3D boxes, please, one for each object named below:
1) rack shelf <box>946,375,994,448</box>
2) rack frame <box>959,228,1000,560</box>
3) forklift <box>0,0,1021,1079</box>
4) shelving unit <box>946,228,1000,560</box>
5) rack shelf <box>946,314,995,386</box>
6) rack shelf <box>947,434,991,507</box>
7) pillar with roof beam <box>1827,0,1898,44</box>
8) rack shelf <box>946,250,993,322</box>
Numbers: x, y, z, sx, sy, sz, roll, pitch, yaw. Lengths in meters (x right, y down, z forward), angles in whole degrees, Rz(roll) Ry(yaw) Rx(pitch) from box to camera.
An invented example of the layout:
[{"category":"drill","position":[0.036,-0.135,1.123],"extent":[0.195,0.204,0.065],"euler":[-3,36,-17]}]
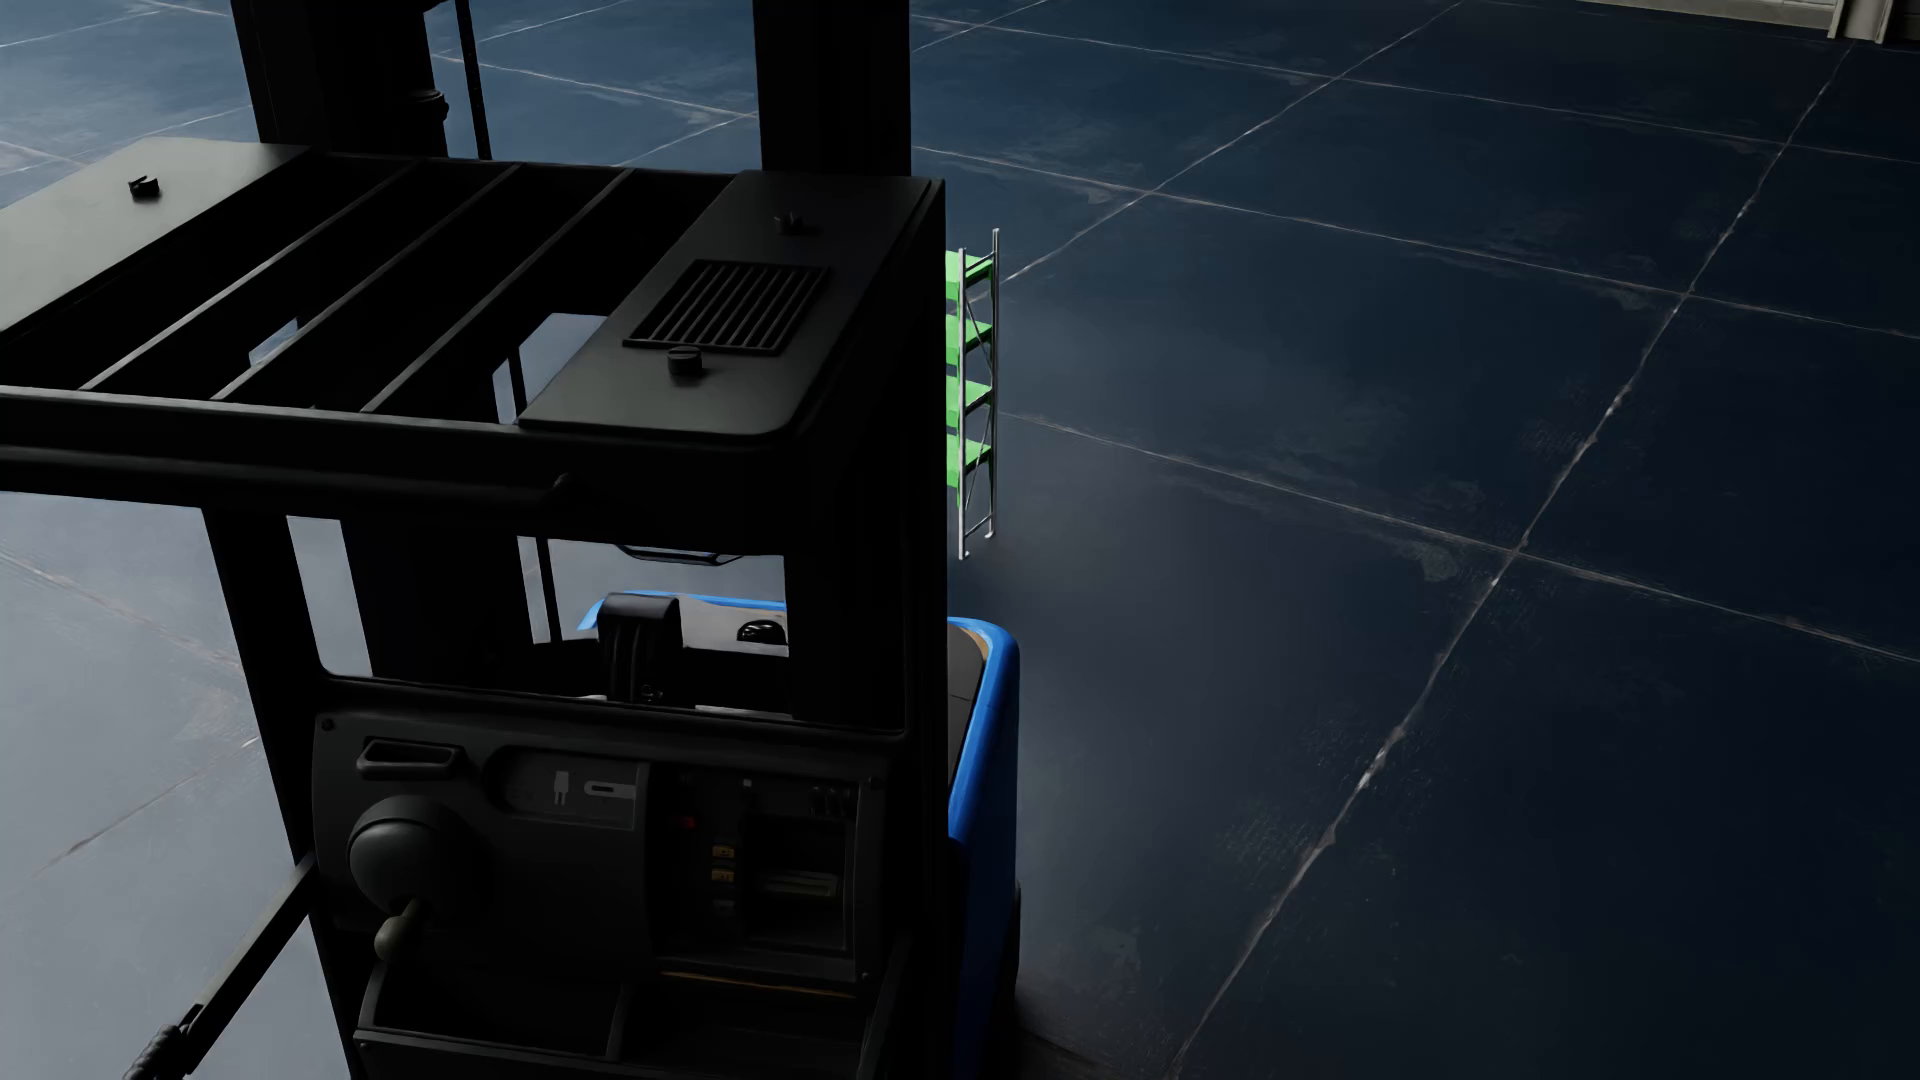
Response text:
[{"category":"rack shelf","position":[-0.140,-0.507,6.056],"extent":[0.480,0.148,0.258],"euler":[18,35,27]},{"category":"rack frame","position":[0.066,-0.497,5.912],"extent":[0.015,1.200,0.240],"euler":[18,35,27]},{"category":"forklift","position":[-0.602,0.538,2.419],"extent":[1.130,2.935,3.031],"euler":[5,31,8]},{"category":"shelving unit","position":[-0.140,-0.563,6.024],"extent":[0.503,1.200,0.258],"euler":[18,35,27]},{"category":"rack shelf","position":[-0.140,-0.715,5.935],"extent":[0.480,0.148,0.258],"euler":[18,35,27]},{"category":"rack shelf","position":[-0.140,-0.300,6.177],"extent":[0.480,0.148,0.258],"euler":[18,35,27]},{"category":"pillar with roof beam","position":[4.723,-5.981,7.572],"extent":[0.400,9.000,9.100],"euler":[18,35,27]},{"category":"rack shelf","position":[-0.140,-0.922,5.814],"extent":[0.480,0.148,0.258],"euler":[18,35,27]}]
